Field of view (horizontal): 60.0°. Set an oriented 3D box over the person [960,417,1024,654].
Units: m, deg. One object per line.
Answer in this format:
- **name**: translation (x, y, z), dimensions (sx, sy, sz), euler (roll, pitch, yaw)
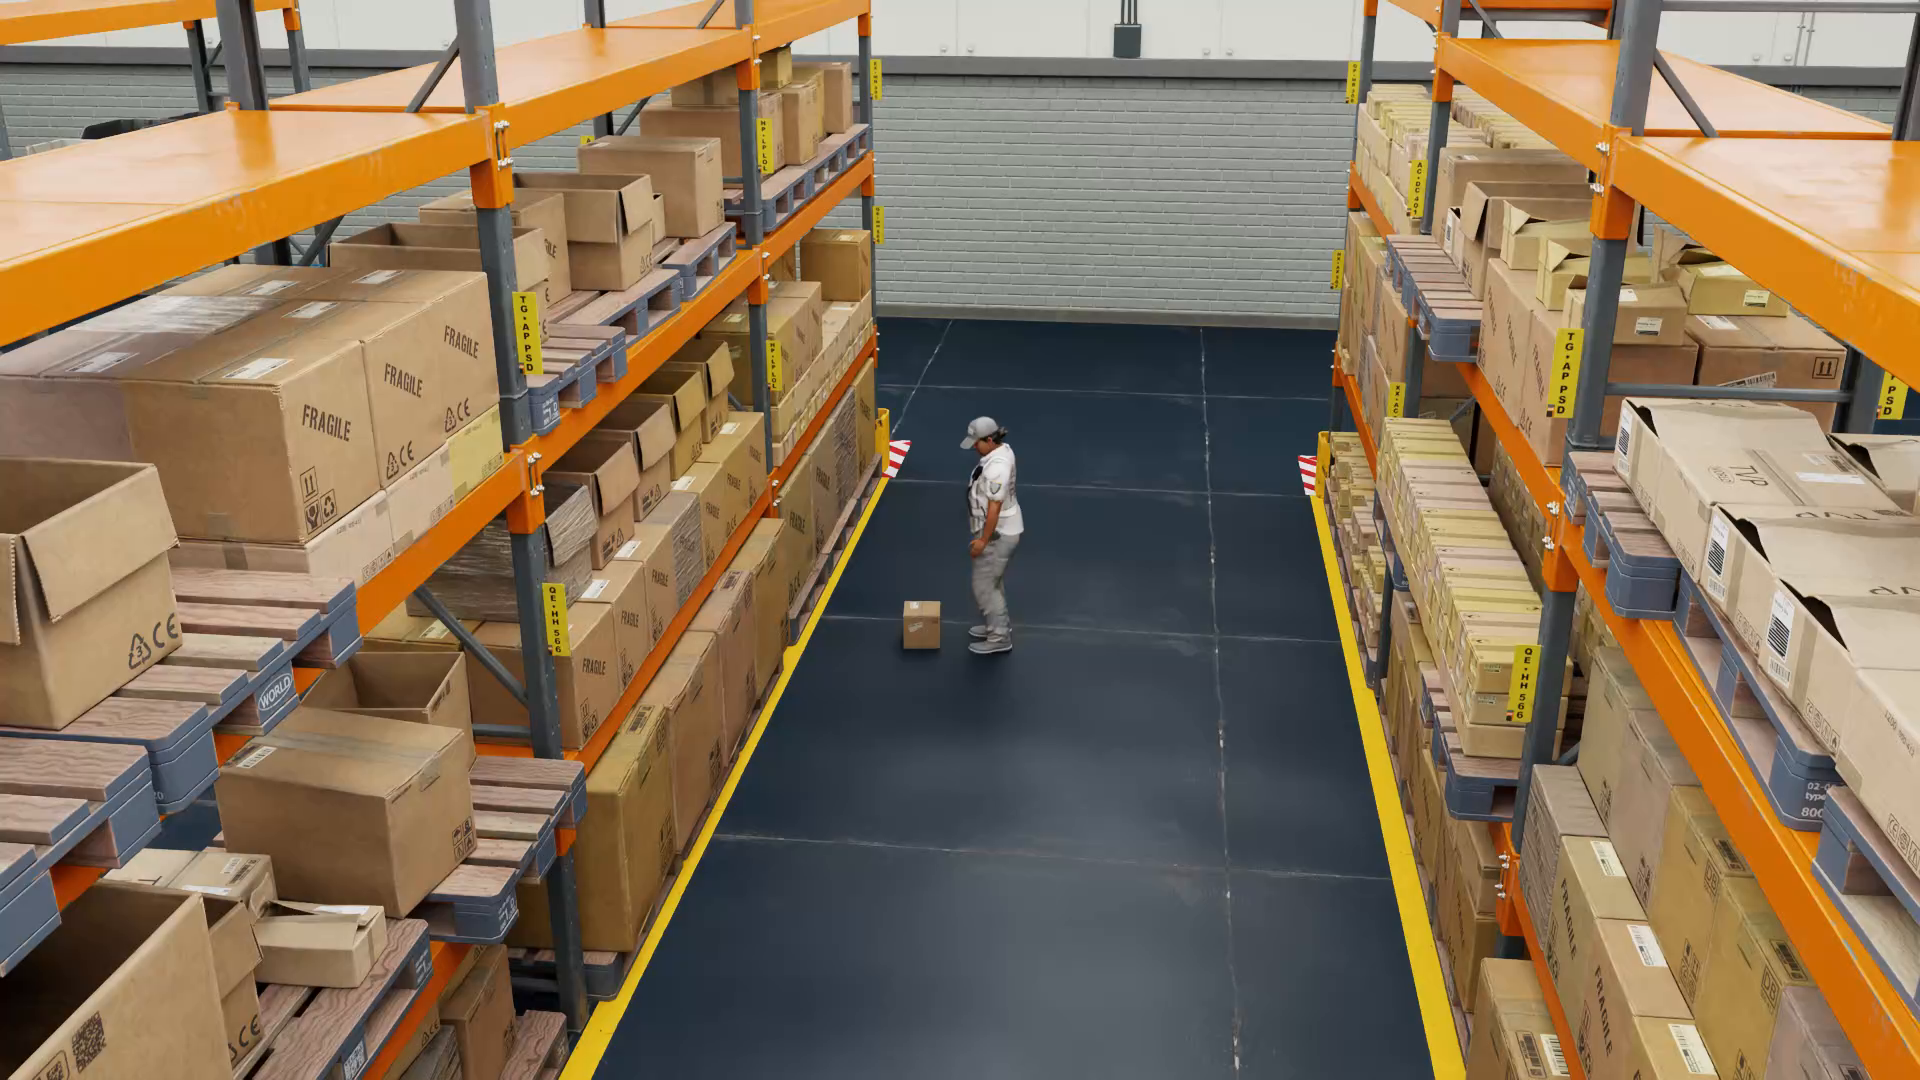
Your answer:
- **person**: translation (0.215, -0.040, 11.231), dimensions (0.429, 1.643, 0.483), euler (1, 21, 1)
